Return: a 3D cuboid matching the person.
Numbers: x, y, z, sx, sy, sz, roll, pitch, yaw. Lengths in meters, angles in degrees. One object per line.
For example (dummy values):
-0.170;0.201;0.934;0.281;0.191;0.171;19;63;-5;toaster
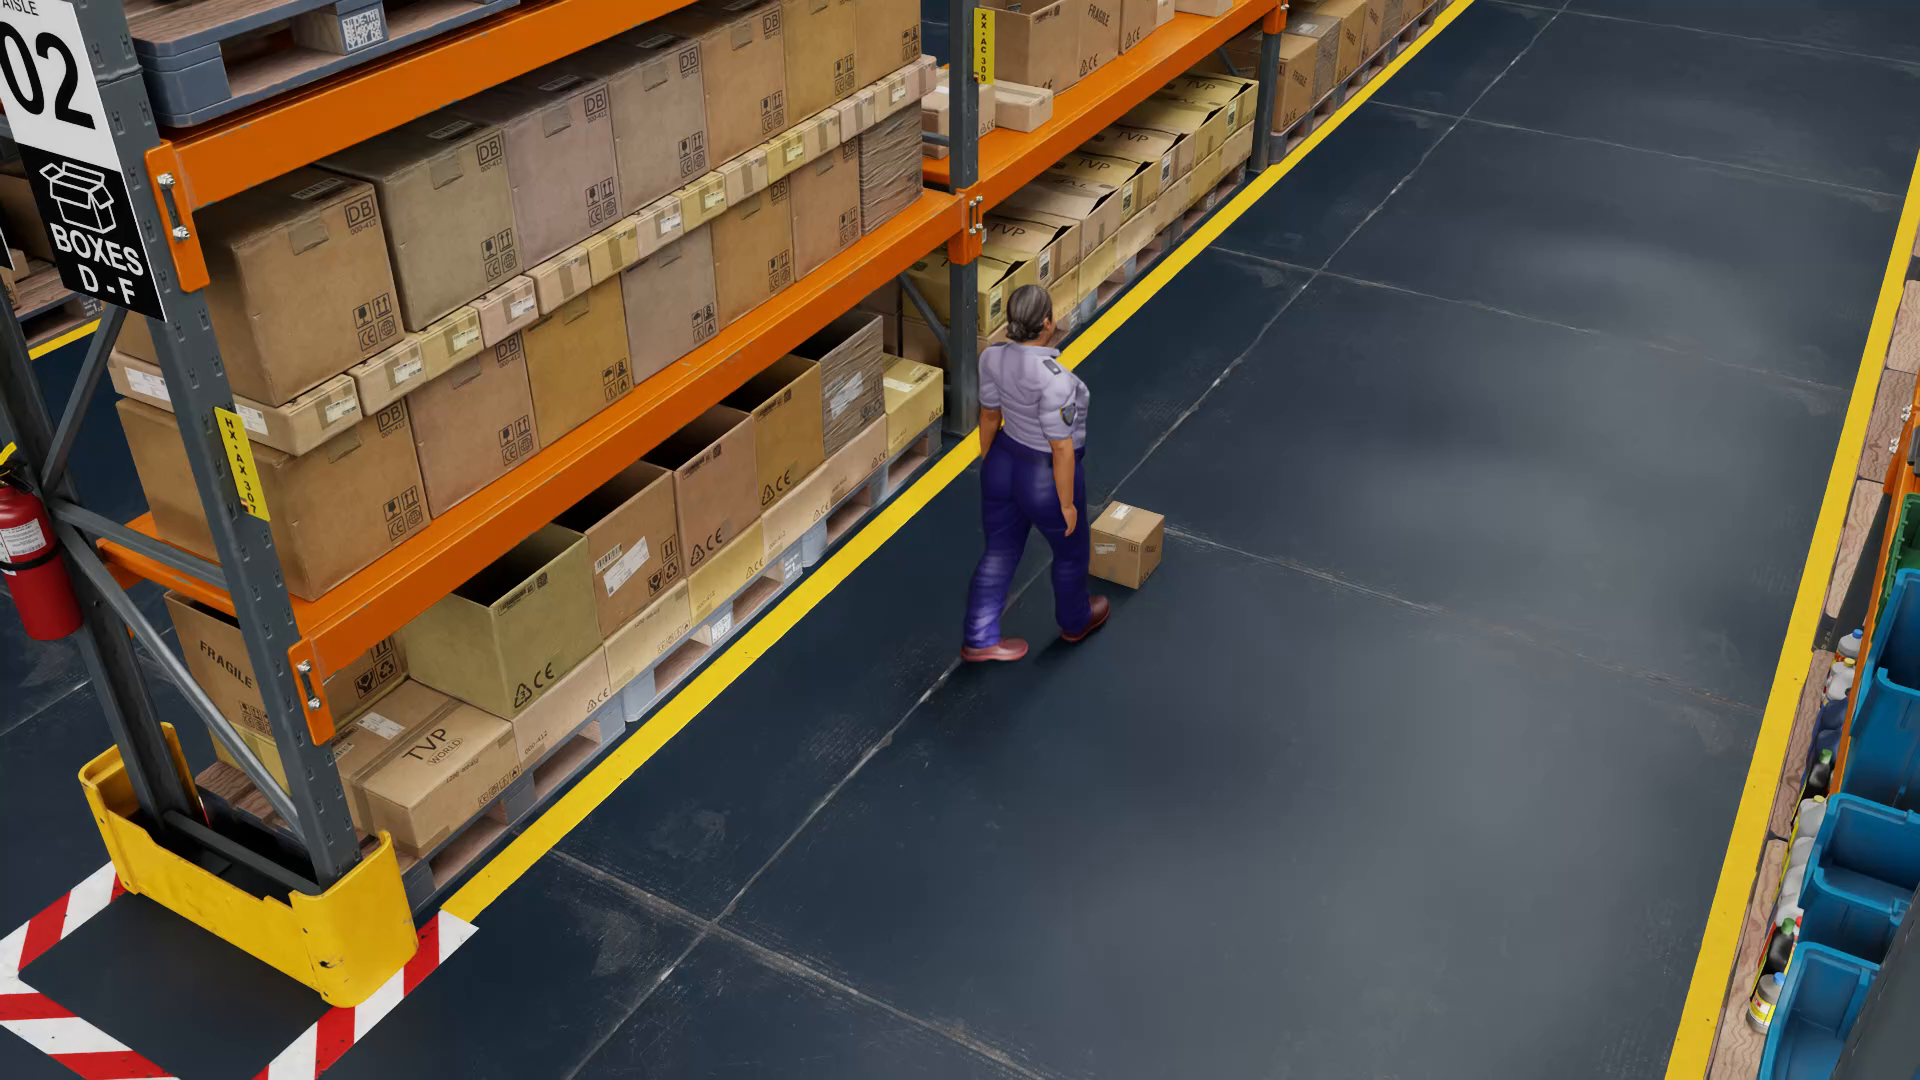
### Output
0.497;-0.317;6.627;0.511;1.666;0.522;21;40;28;person
